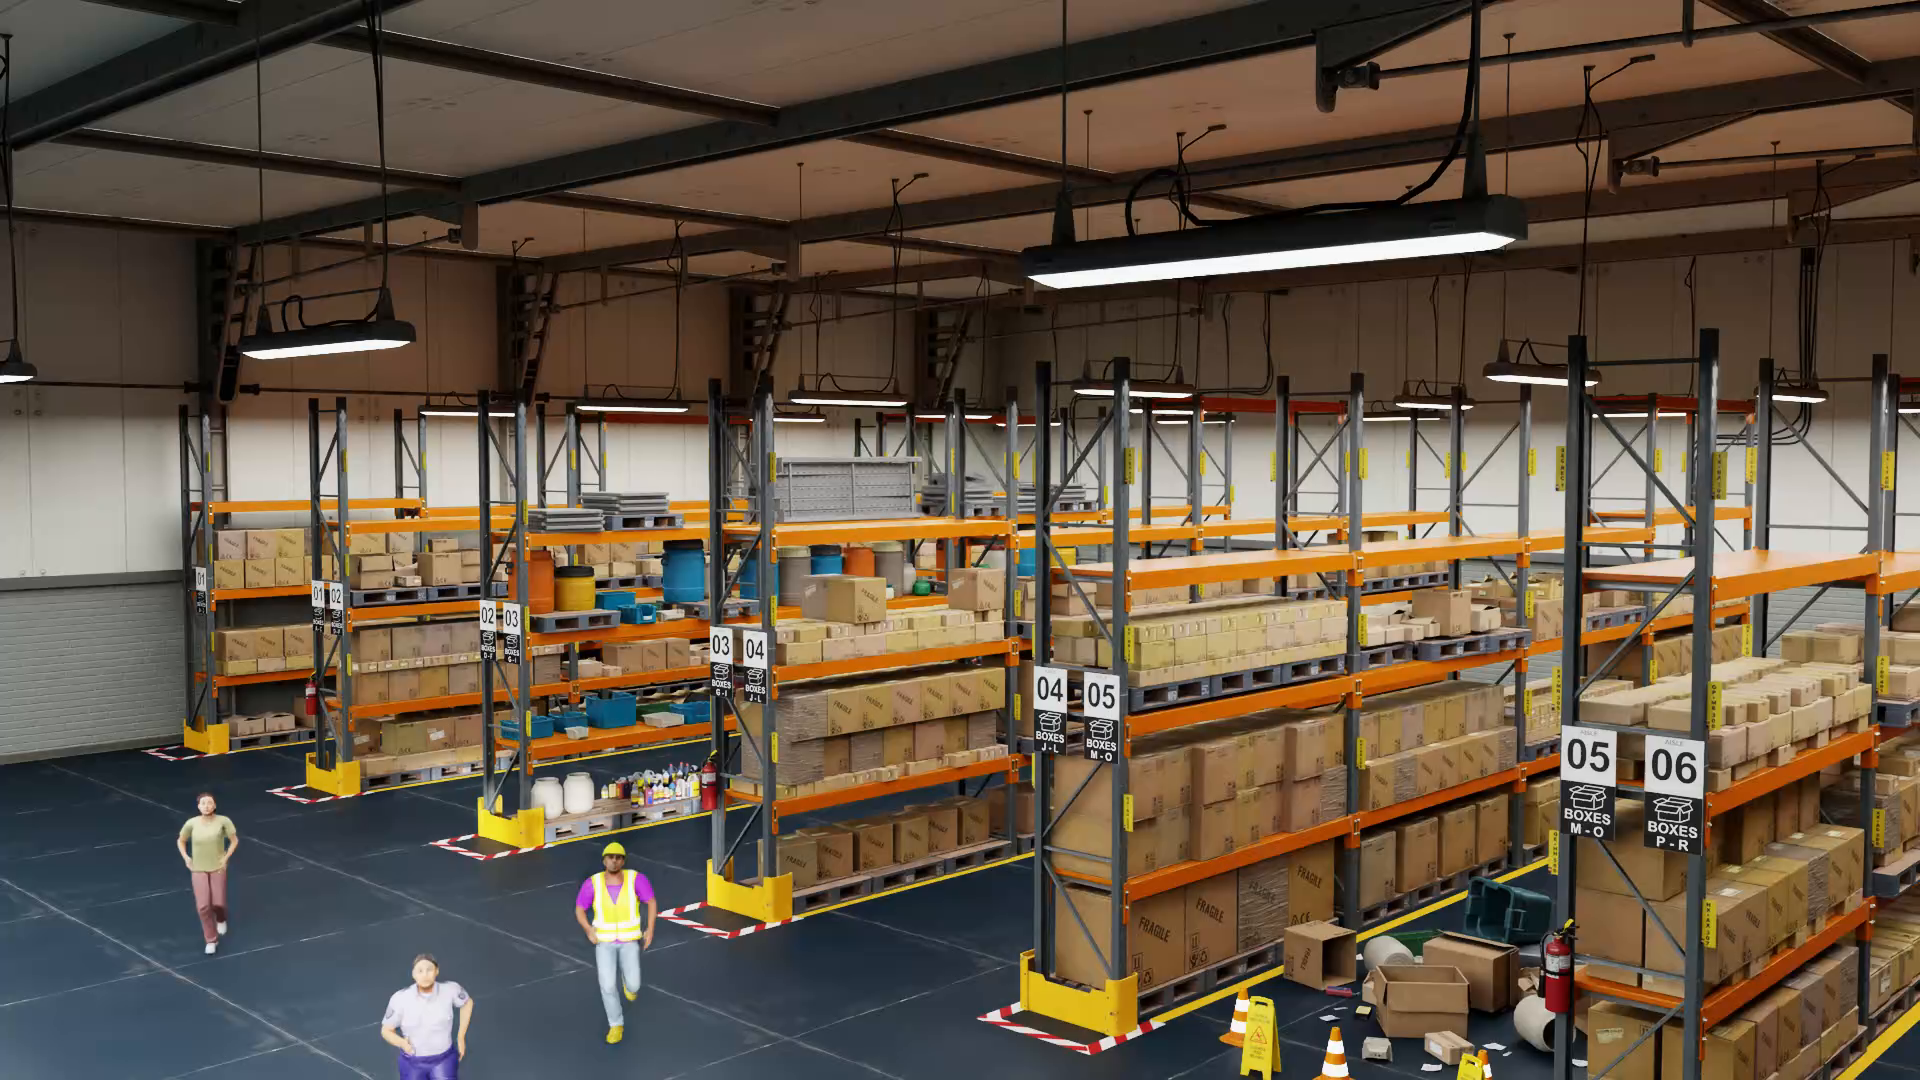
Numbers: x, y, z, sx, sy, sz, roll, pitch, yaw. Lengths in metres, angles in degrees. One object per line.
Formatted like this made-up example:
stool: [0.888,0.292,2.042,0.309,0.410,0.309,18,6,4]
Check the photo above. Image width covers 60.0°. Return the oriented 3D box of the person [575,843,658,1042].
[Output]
person: [-3.045,3.537,14.767,0.727,1.707,0.615,-1,3,-15]

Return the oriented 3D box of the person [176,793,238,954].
person: [-7.829,3.436,17.294,0.587,1.639,0.549,-1,3,-19]

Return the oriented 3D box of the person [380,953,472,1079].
person: [-3.743,3.735,11.661,0.595,1.710,0.759,-1,3,-11]
